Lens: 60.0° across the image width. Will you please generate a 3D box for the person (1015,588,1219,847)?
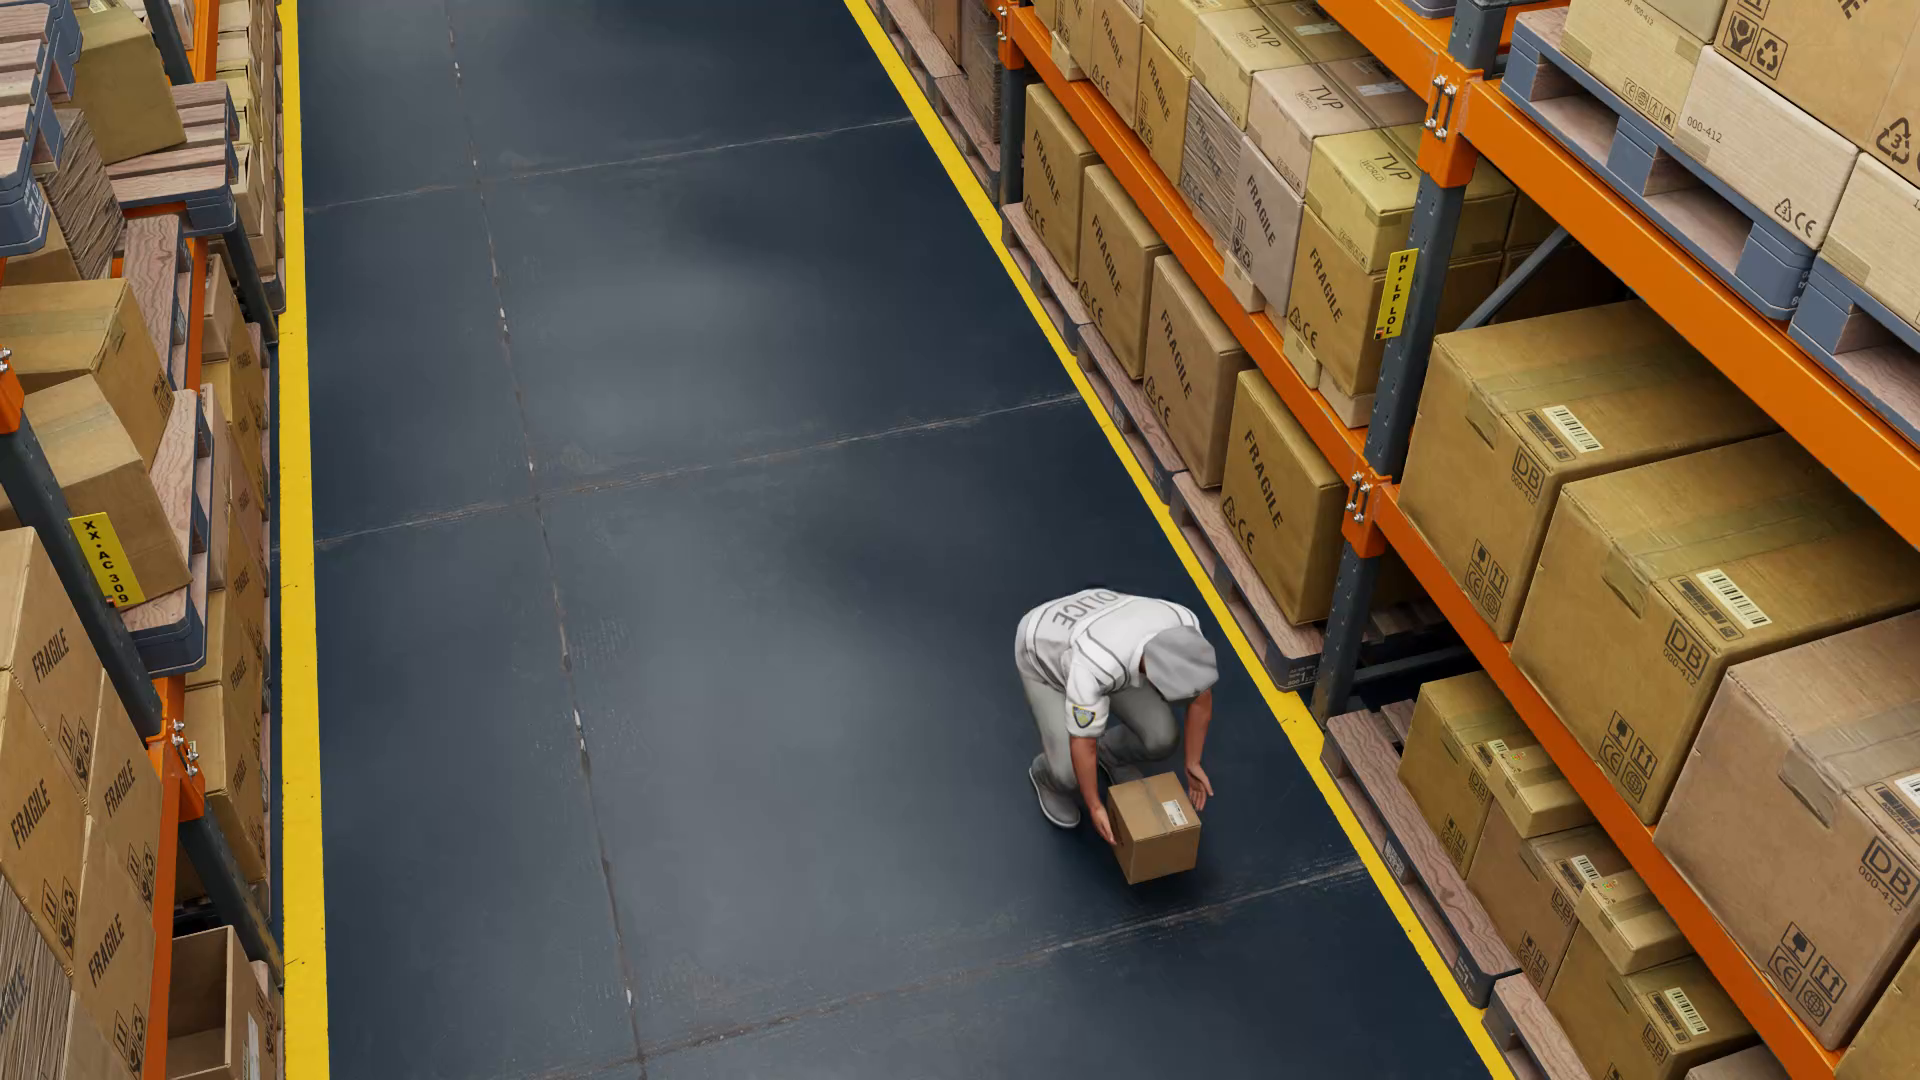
[{"bbox_3d":[0.564,0.576,5.956,0.575,1.165,0.904,-16,44,-17],"label":"person"}]
